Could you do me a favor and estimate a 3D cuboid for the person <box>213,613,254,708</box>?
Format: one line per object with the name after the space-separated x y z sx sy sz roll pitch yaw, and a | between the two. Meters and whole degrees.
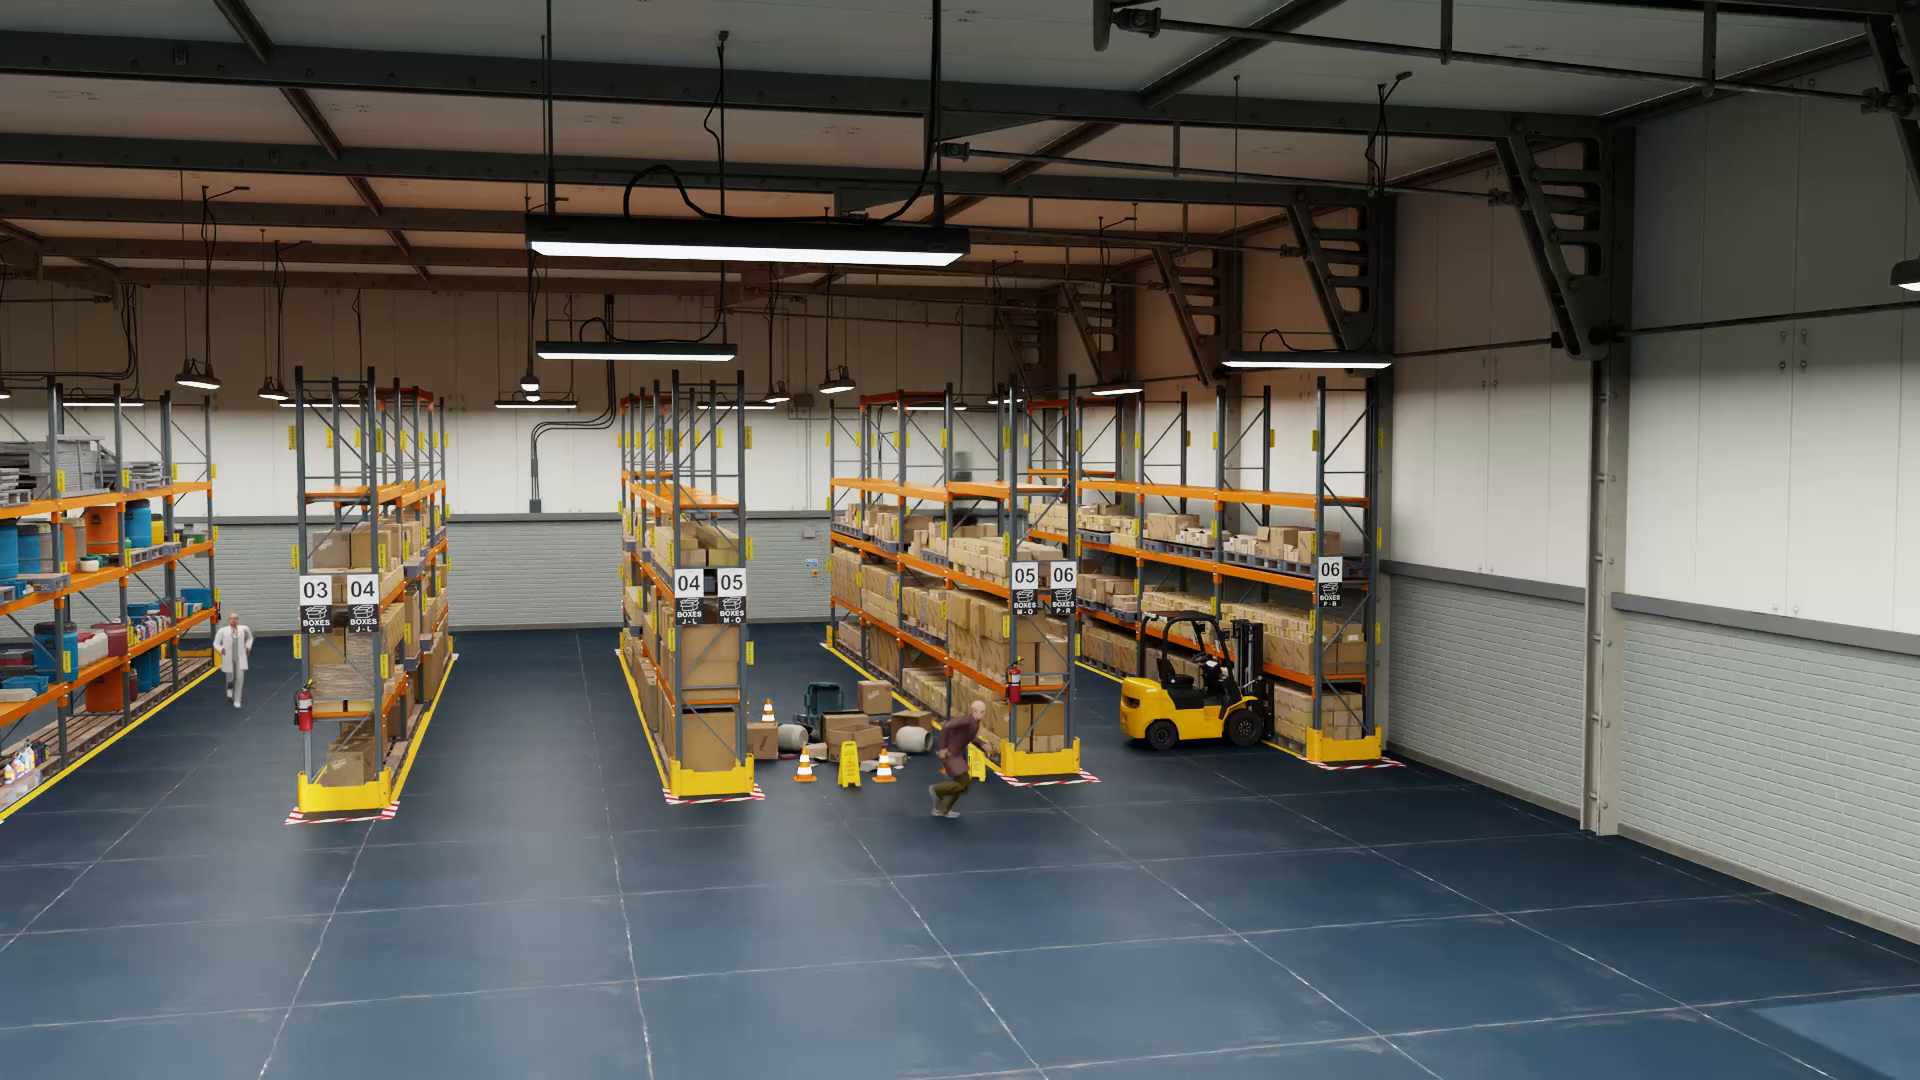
-13.710 2.298 31.428 0.712 1.679 0.918 -2 4 -29 | person

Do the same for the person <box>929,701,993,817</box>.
-0.008 2.903 21.935 0.874 1.596 0.735 1 4 21 | person
